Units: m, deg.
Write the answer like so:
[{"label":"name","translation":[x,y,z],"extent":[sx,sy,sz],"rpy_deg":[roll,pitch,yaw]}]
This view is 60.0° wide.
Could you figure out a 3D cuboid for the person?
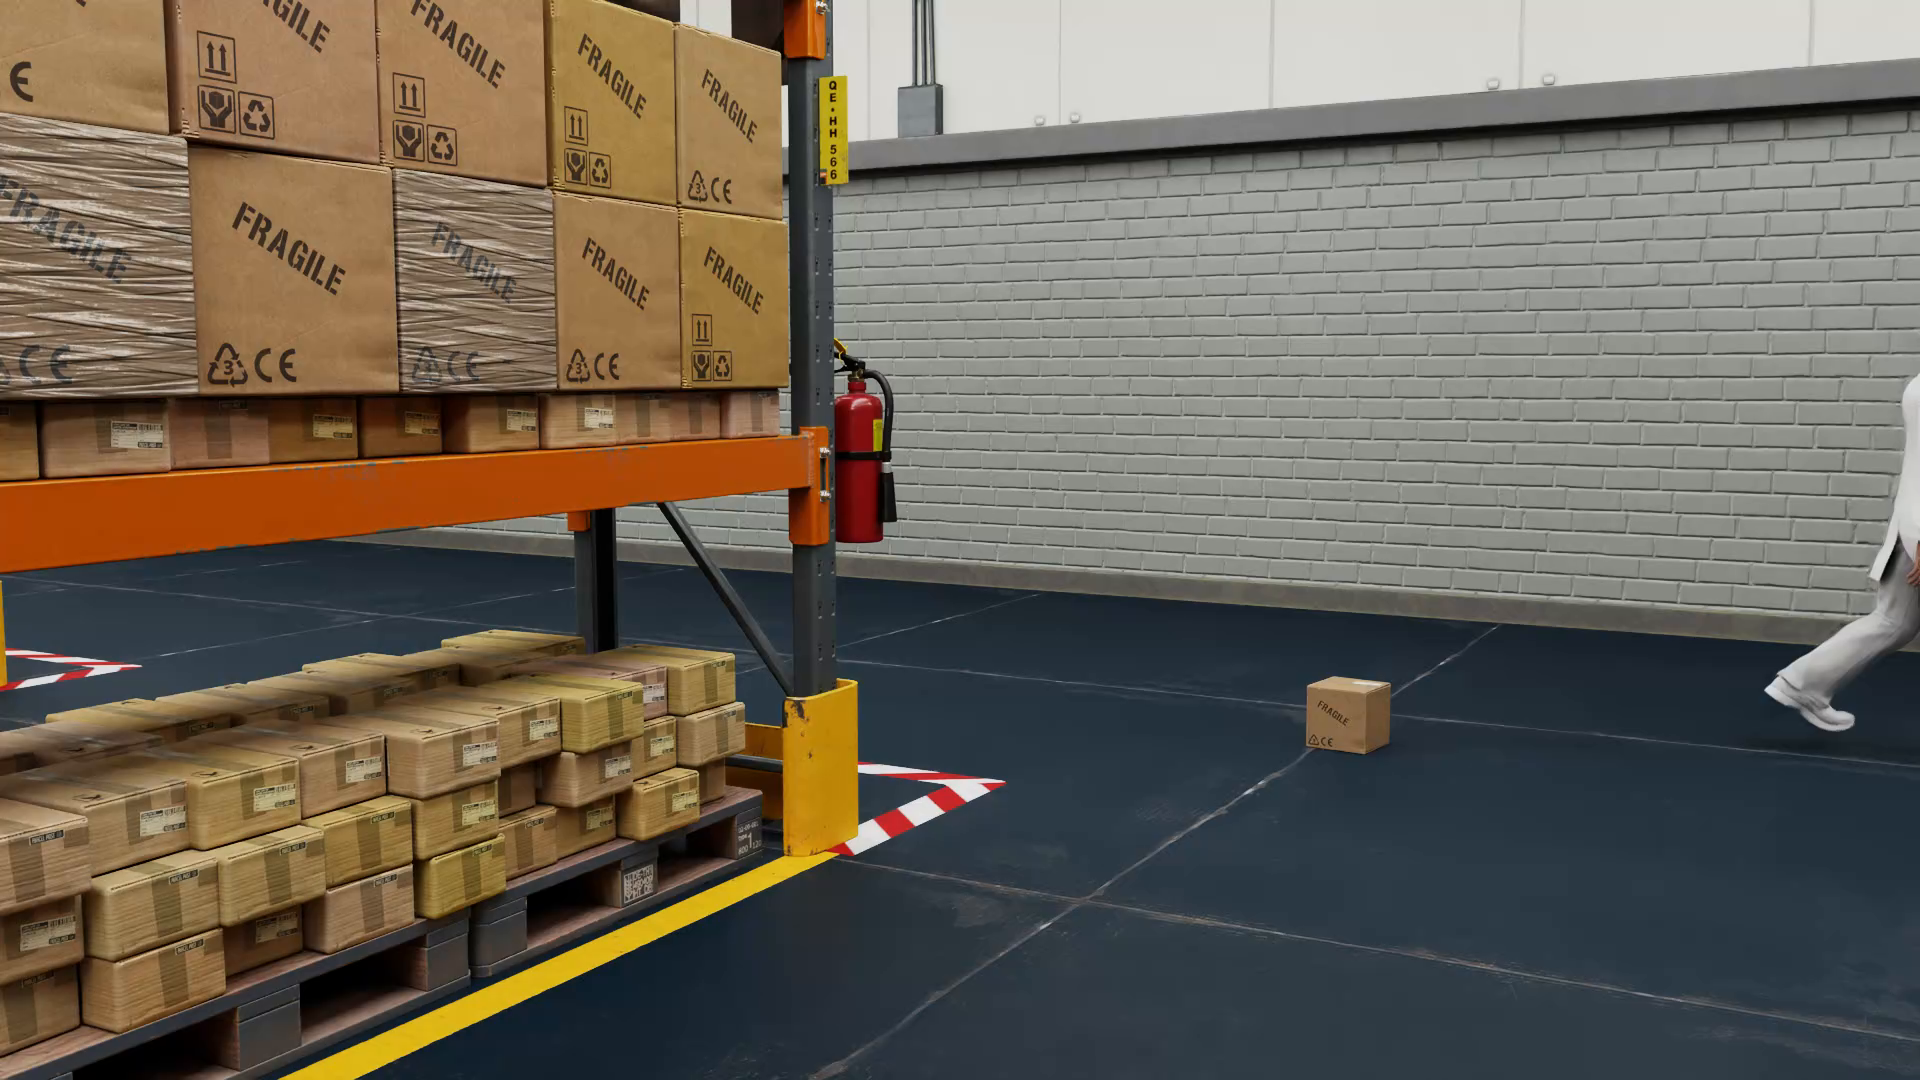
[{"label":"person","translation":[3.764,-0.038,6.454],"extent":[1.089,1.734,0.595],"rpy_deg":[1,6,12]}]
